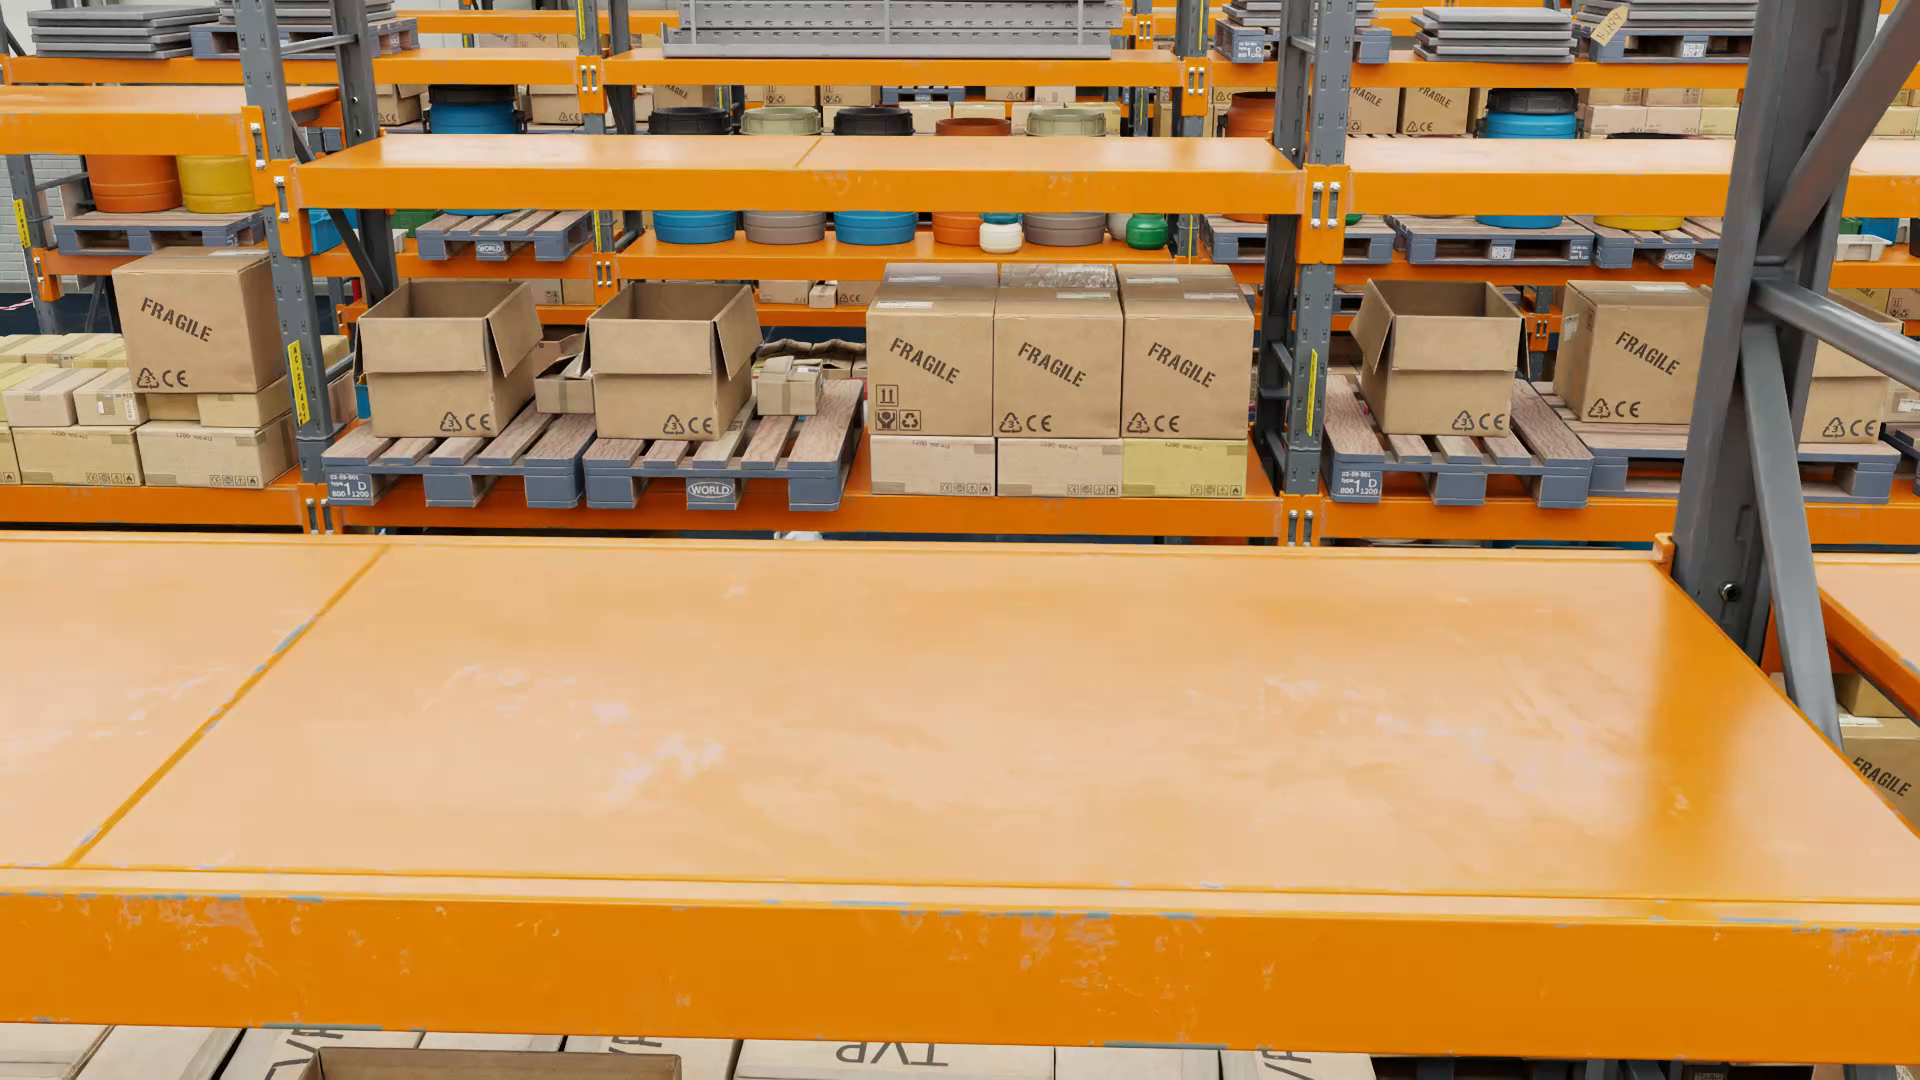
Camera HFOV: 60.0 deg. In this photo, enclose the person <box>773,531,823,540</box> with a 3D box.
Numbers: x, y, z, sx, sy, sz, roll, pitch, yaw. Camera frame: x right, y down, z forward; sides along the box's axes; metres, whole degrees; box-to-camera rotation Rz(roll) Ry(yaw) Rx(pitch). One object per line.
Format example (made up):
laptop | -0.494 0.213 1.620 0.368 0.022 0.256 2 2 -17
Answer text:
person | -1.006 0.433 10.532 0.813 1.767 0.565 -4 21 -10
